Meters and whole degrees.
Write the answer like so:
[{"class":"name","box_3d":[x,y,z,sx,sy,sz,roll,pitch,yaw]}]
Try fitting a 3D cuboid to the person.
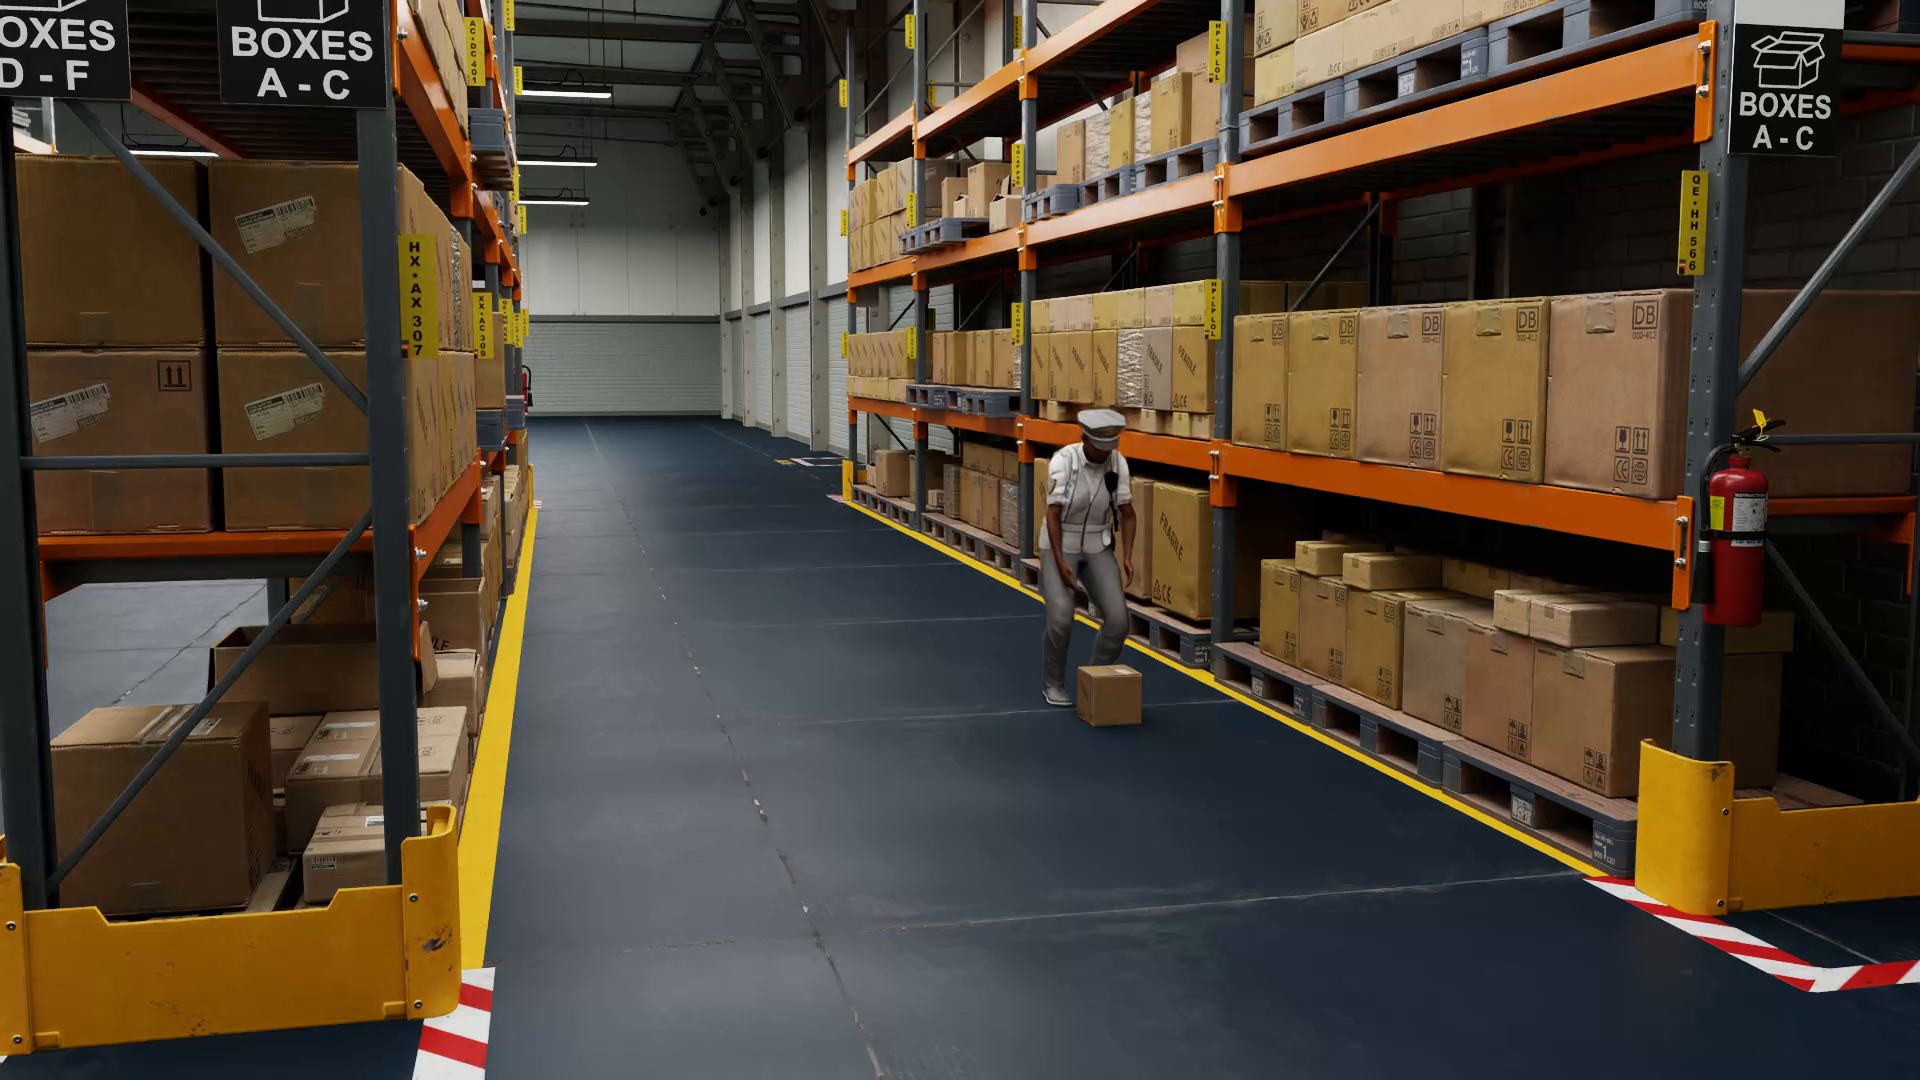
[{"class":"person","box_3d":[0.665,0.089,8.555,0.484,1.528,0.585,-1,6,-13]}]
